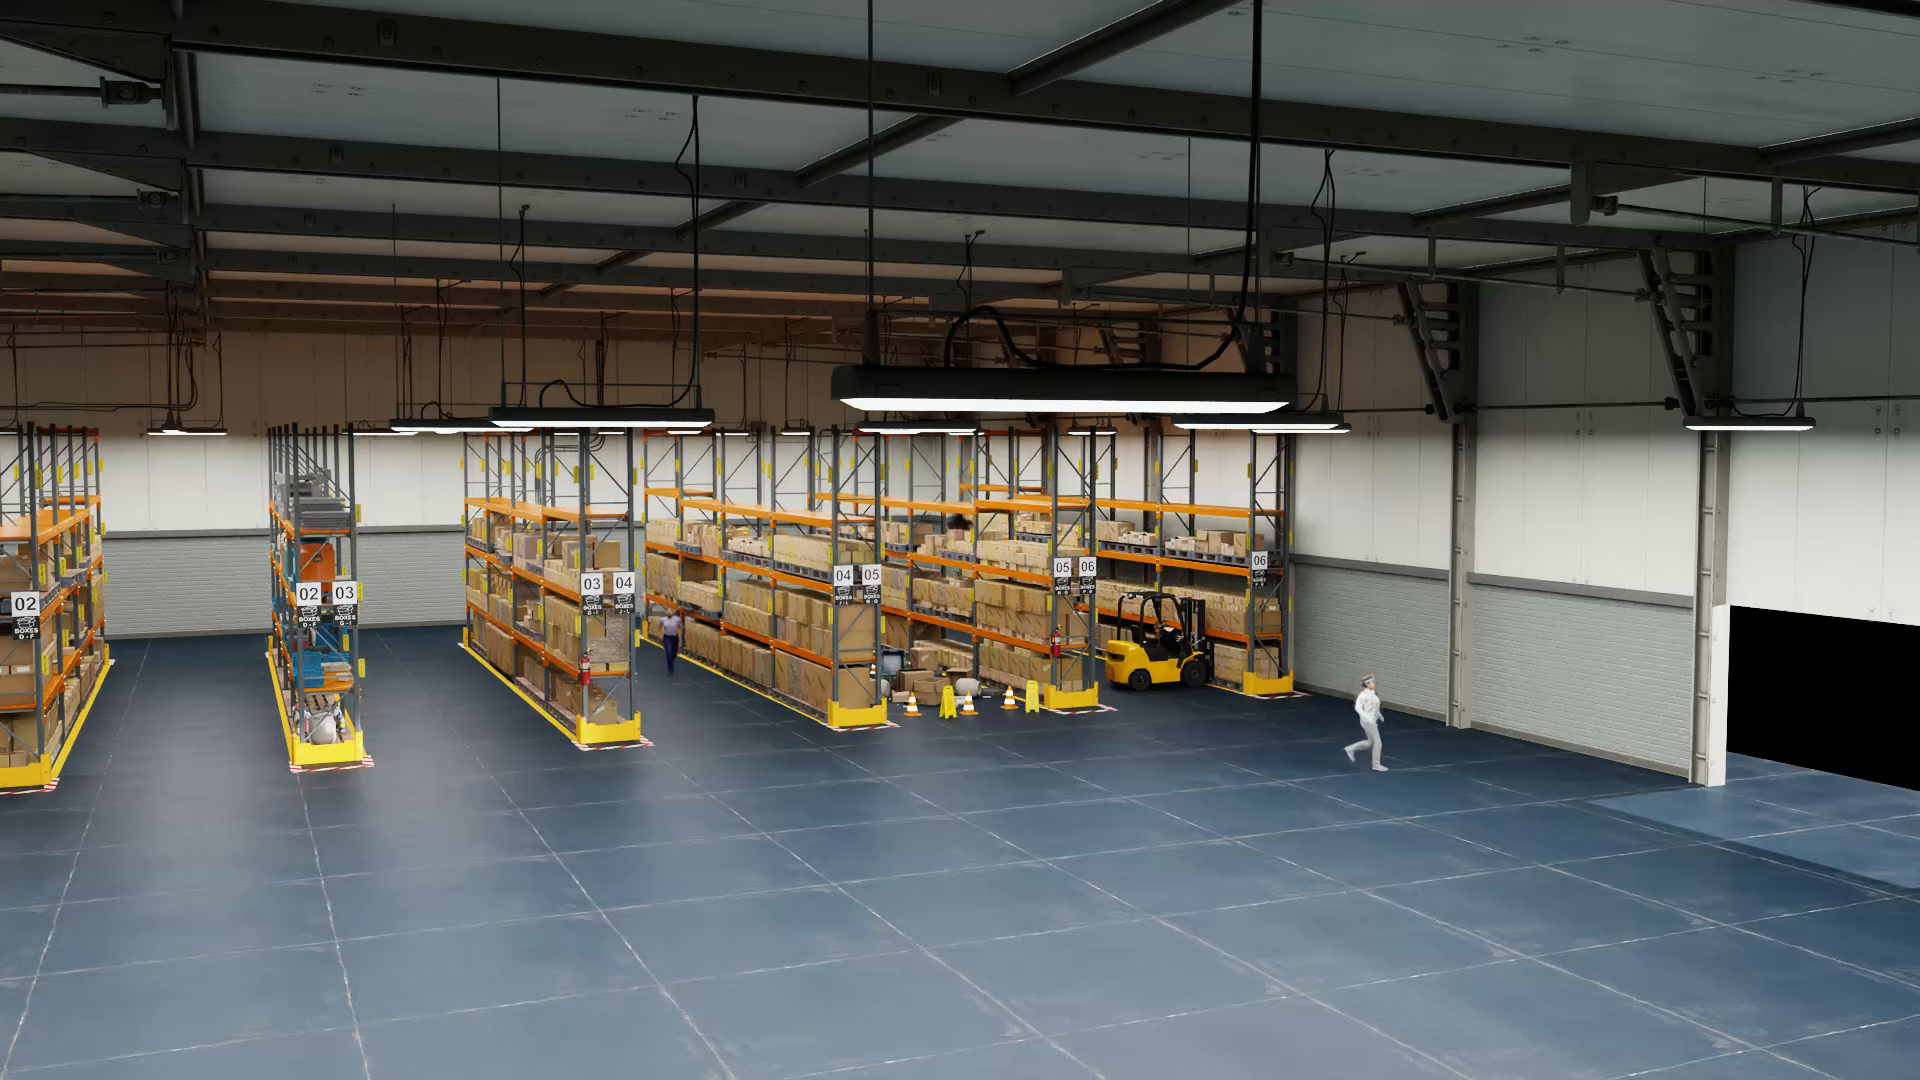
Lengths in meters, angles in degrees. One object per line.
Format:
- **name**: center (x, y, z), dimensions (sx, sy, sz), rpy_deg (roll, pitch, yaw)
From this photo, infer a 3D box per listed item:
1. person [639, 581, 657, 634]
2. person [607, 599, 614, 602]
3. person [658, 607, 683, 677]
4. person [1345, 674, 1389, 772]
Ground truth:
- **person**: center (-9.153, 1.858, 48.921), dimensions (0.802, 1.821, 0.720), rpy_deg (-3, 4, -36)
- **person**: center (-9.933, 1.948, 47.883), dimensions (0.738, 1.697, 0.580), rpy_deg (2, 4, 31)
- **person**: center (-7.018, 2.446, 40.394), dimensions (0.597, 1.660, 0.844), rpy_deg (-1, 4, -19)
- **person**: center (7.008, 3.132, 28.669), dimensions (0.781, 1.670, 0.635), rpy_deg (2, 4, 29)
